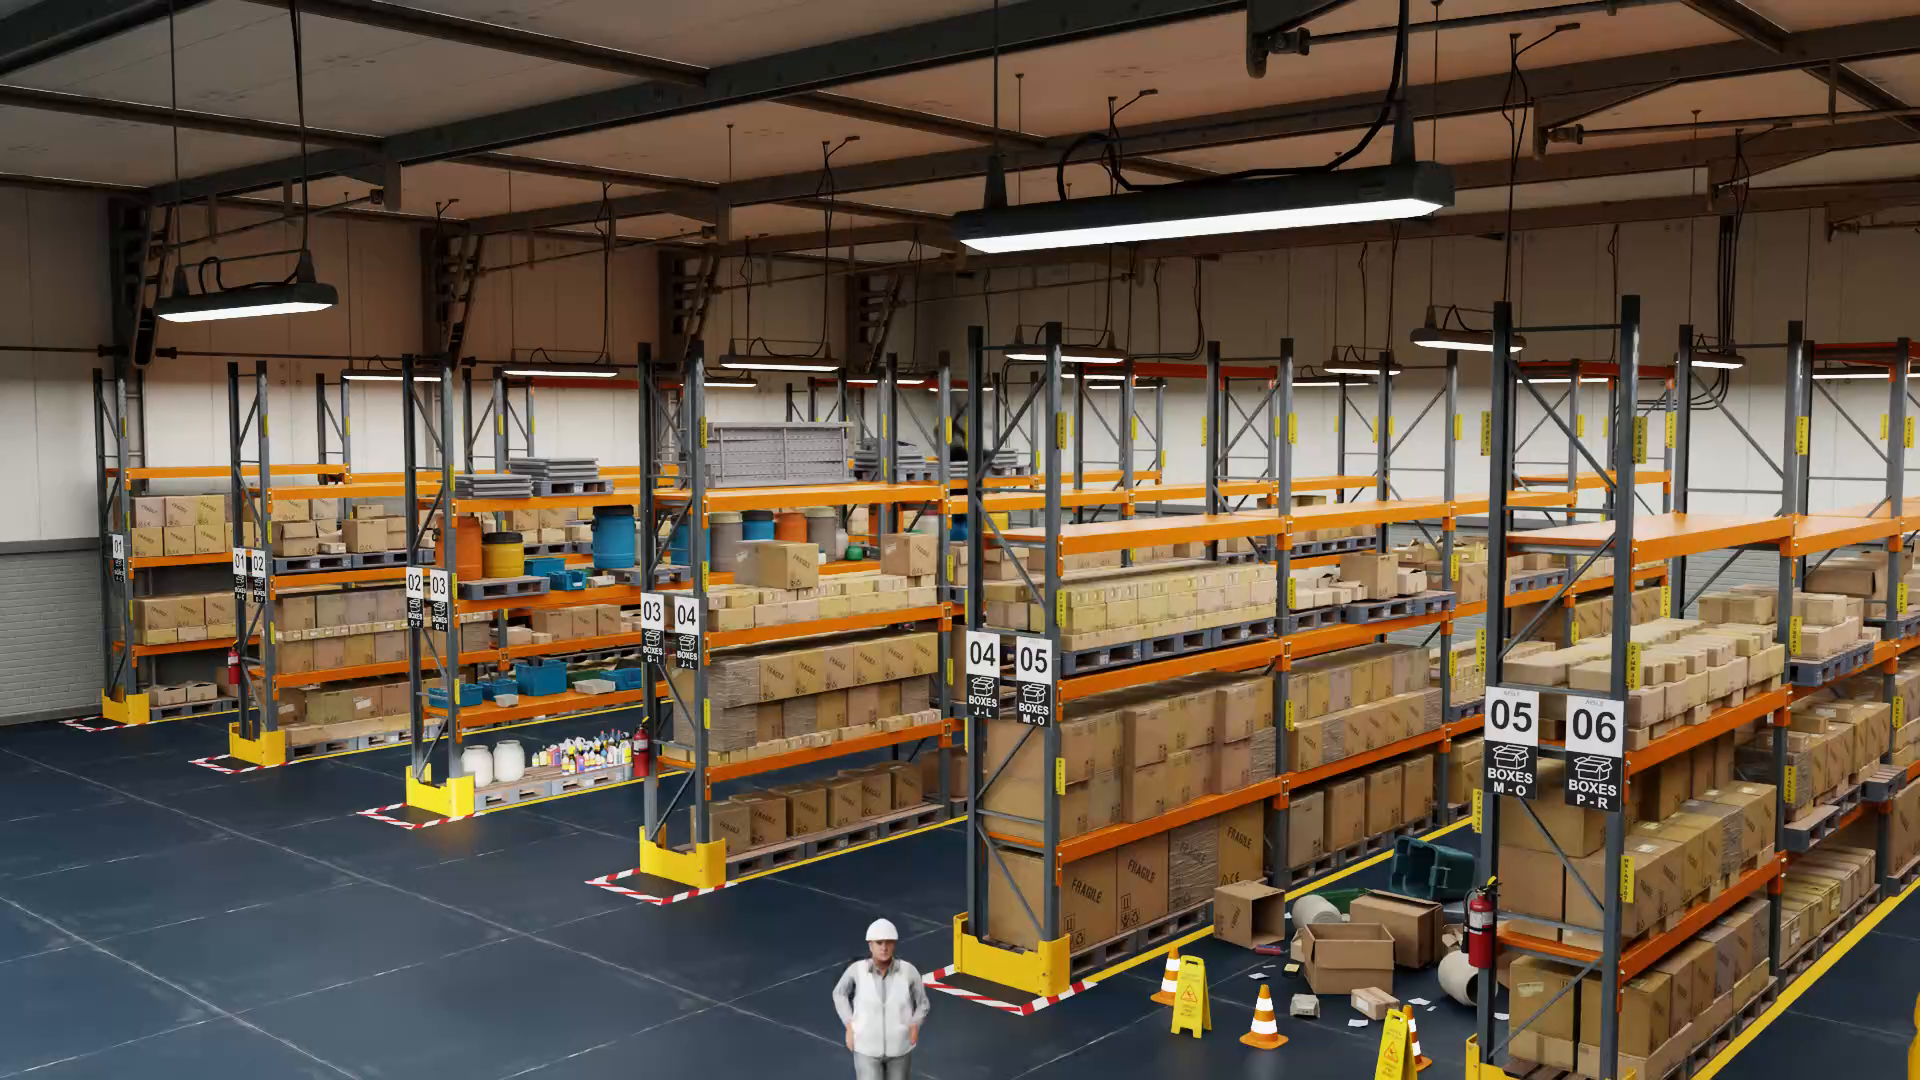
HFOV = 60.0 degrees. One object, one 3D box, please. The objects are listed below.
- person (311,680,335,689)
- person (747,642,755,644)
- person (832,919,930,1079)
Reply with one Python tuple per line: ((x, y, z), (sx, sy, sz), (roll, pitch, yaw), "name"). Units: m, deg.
((-10.522, 2.303, 27.509), (0.560, 1.660, 0.592), (3, 5, 36), "person")
((-3.338, 1.995, 28.299), (0.563, 1.679, 0.570), (3, 5, 39), "person")
((-0.532, 3.461, 11.365), (0.662, 1.771, 0.880), (-1, 4, -8), "person")
